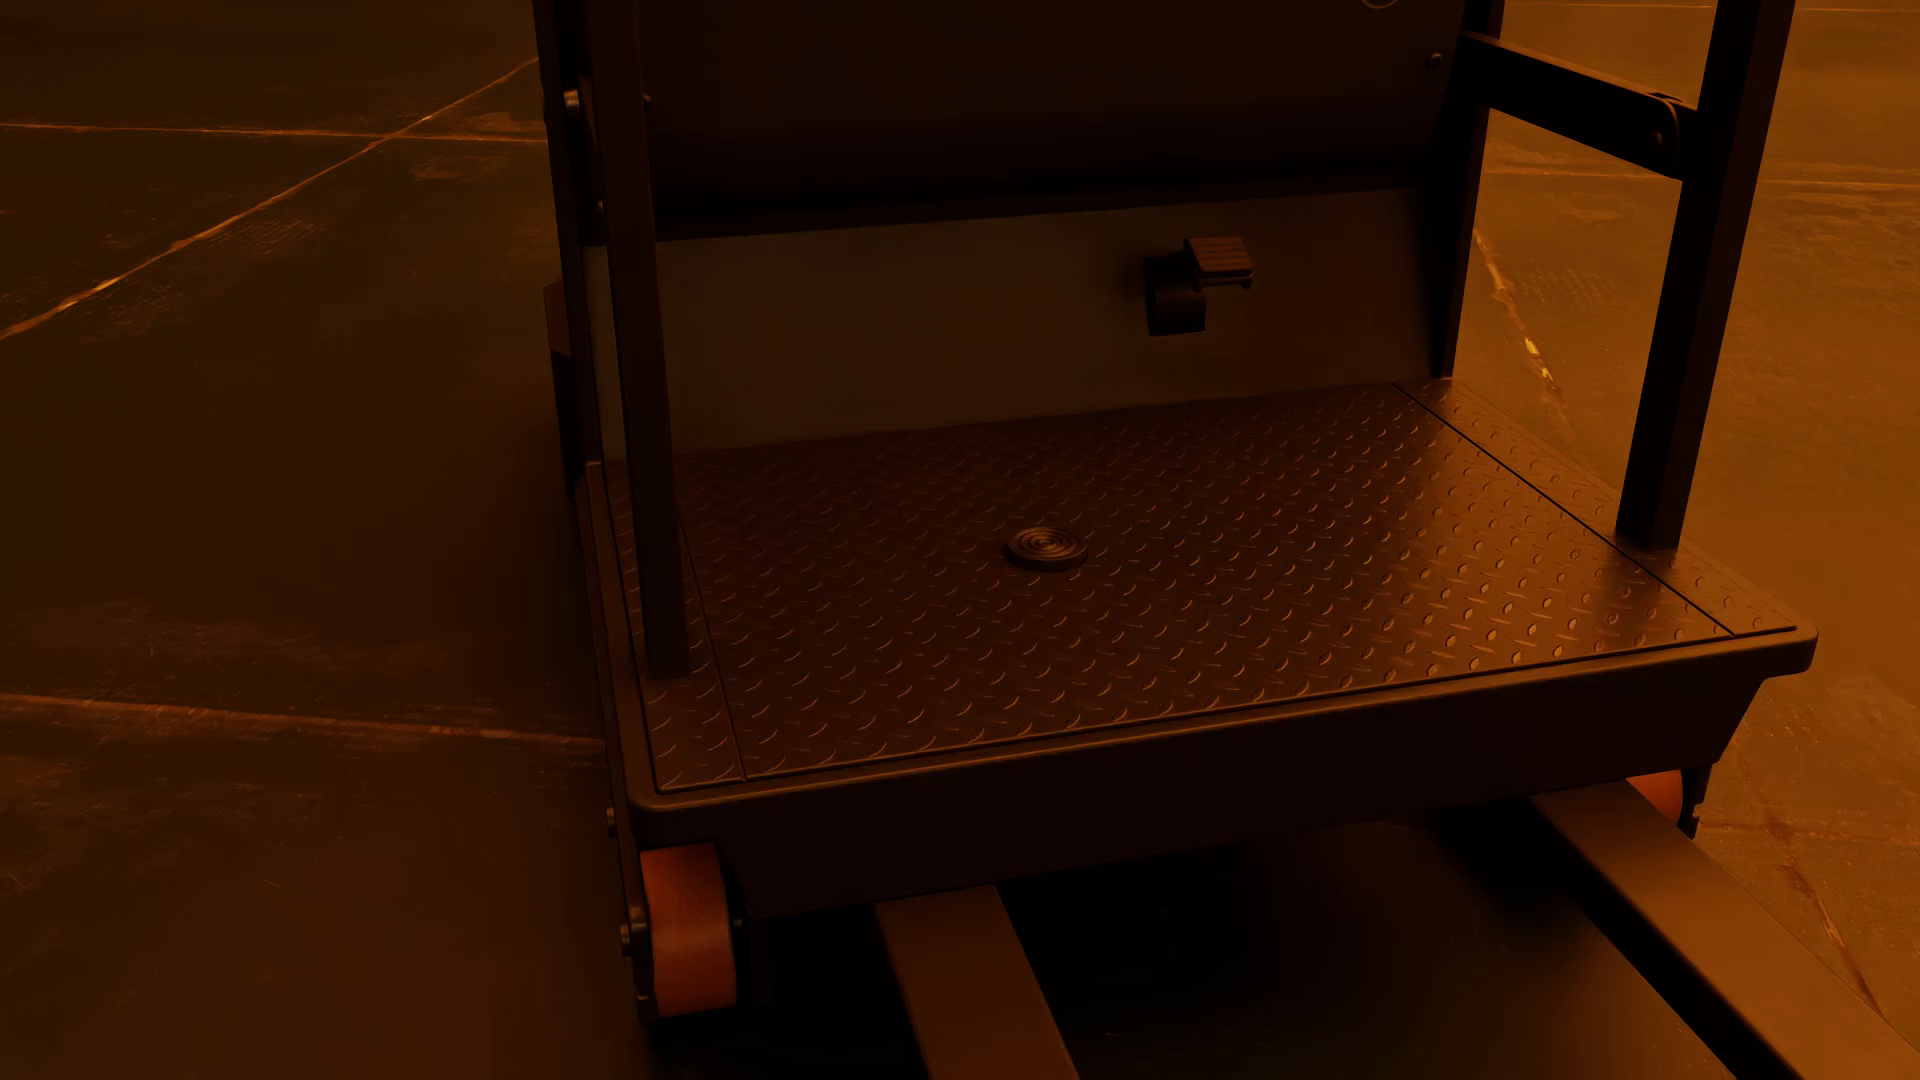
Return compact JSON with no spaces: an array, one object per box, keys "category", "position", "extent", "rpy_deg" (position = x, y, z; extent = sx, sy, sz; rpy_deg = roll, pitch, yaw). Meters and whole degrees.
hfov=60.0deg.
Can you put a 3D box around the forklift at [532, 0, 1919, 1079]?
[{"category":"forklift","position":[0.153,-1.049,1.319],"extent":[1.130,2.935,3.031],"rpy_deg":[-7,27,-13]}]
